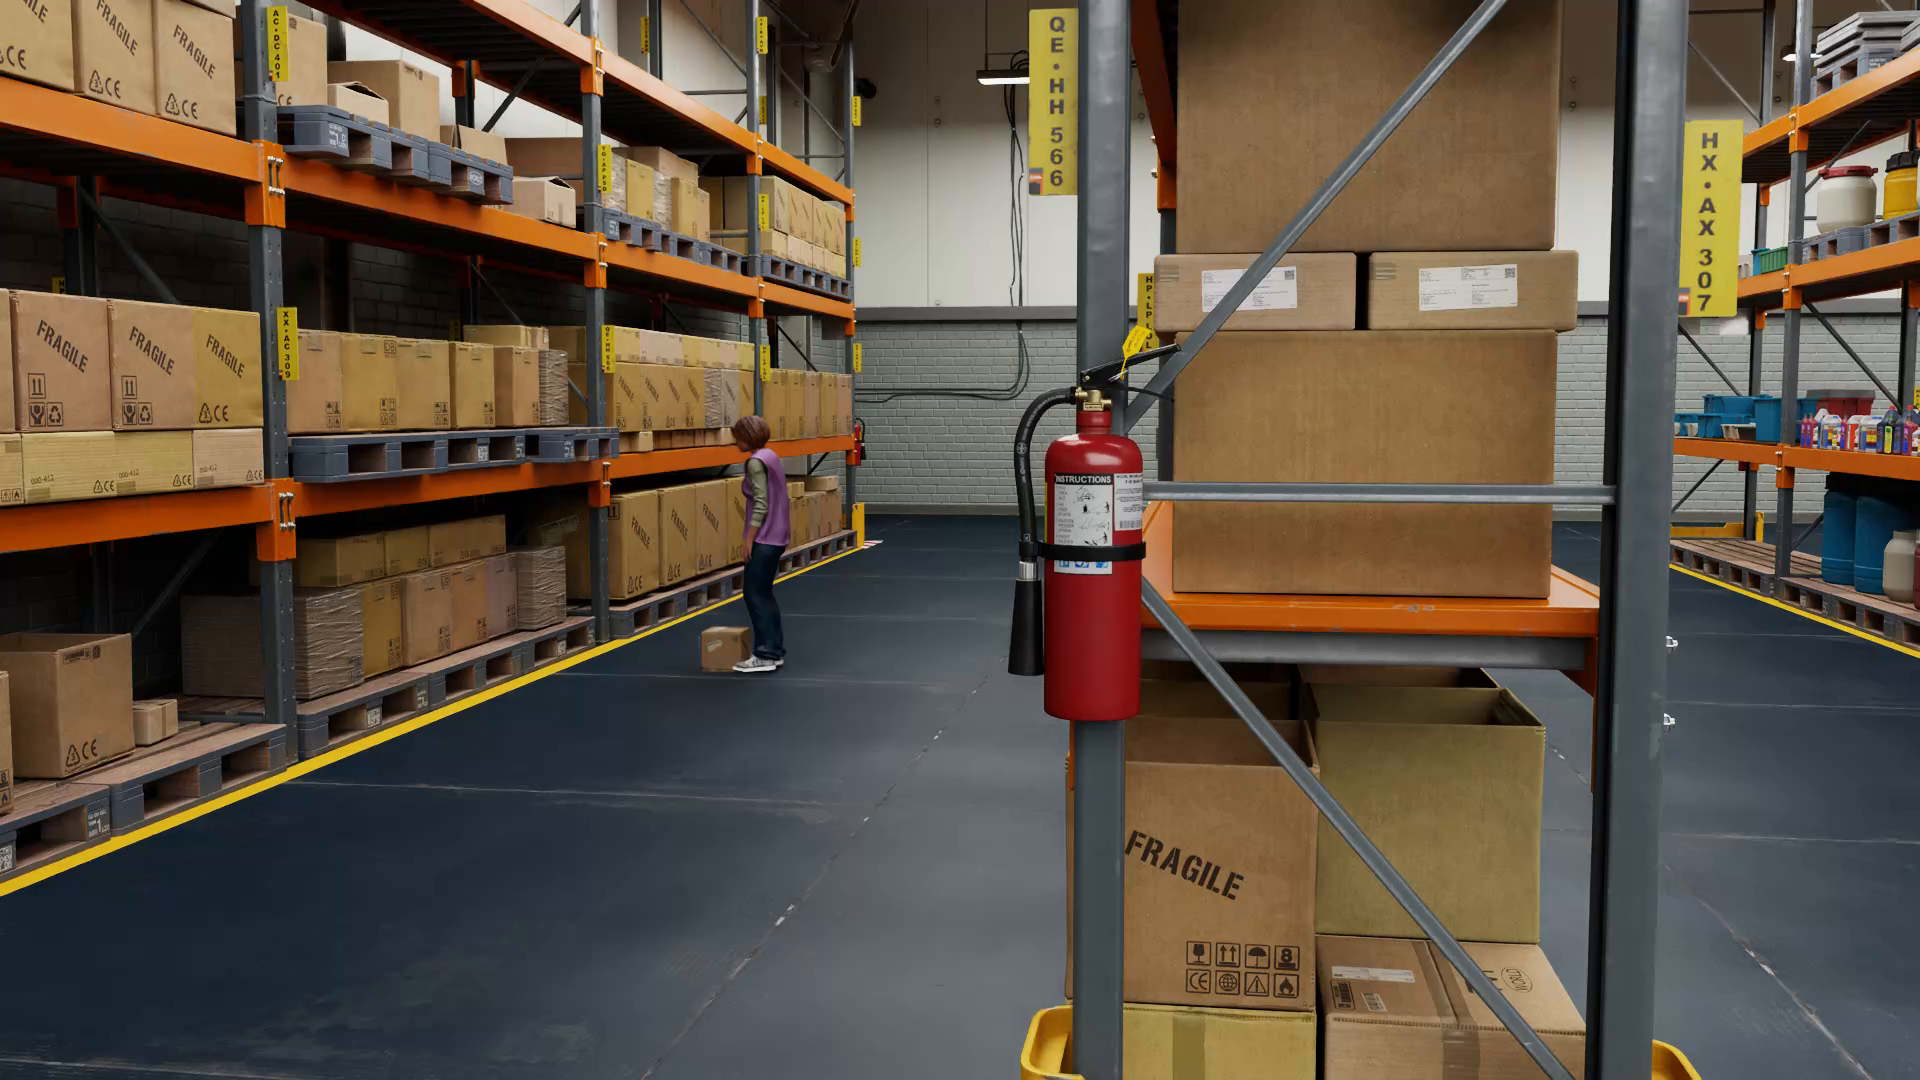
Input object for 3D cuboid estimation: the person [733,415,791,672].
[{"bbox_3d":[-1.235,0.020,10.385,0.342,1.593,0.461,1,5,7],"label":"person"}]
